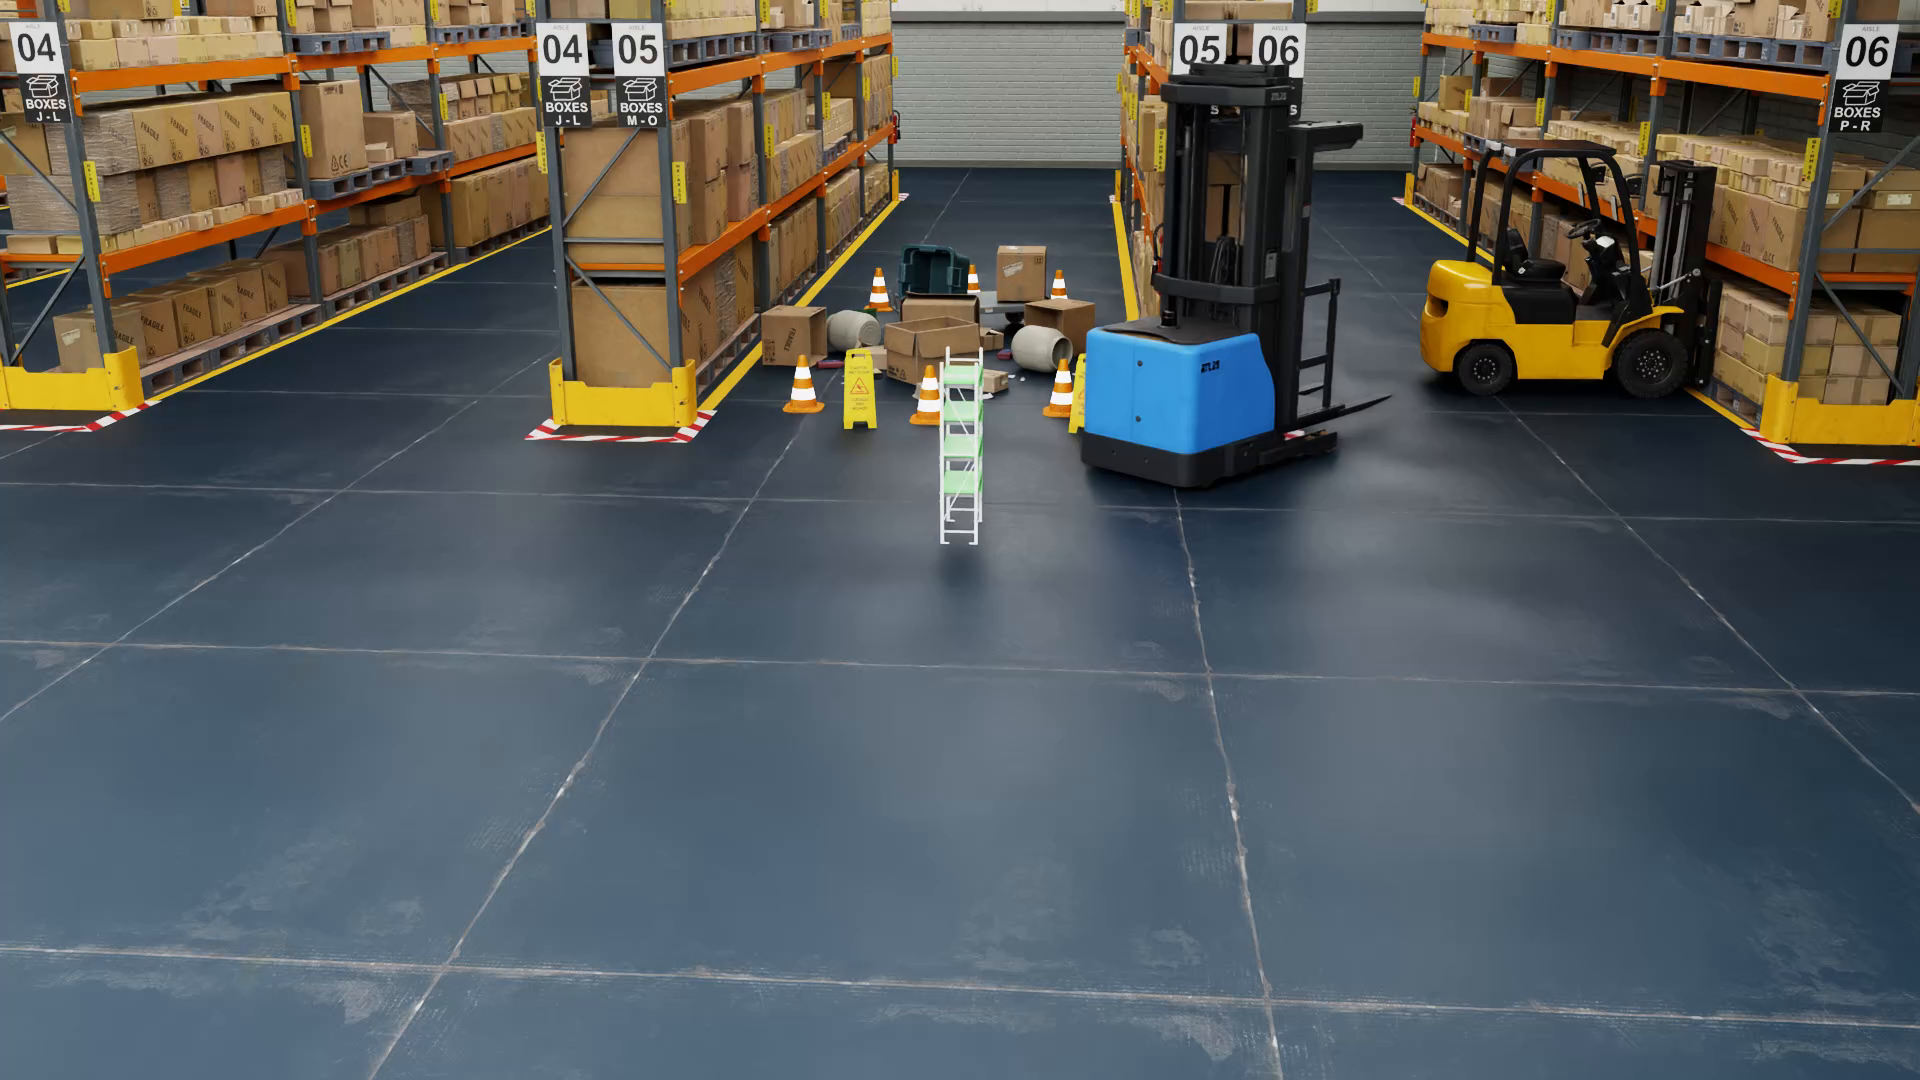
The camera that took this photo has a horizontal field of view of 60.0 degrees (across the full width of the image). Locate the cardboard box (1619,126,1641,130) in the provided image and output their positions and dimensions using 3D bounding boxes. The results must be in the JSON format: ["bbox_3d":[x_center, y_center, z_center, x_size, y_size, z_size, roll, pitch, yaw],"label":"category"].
[{"bbox_3d":[7.906,-4.739,19.366,0.380,0.149,0.250,1,18,3],"label":"cardboard box"}]

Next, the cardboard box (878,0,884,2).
[{"bbox_3d":[-1.434,-8.836,27.051,0.380,0.149,0.250,2,18,5],"label":"cardboard box"}]

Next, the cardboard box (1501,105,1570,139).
[{"bbox_3d":[7.595,-5.489,22.017,0.797,0.503,0.637,1,18,3],"label":"cardboard box"}]

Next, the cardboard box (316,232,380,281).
[{"bbox_3d":[-7.302,-3.351,19.640,0.700,0.500,0.500,0,18,-1],"label":"cardboard box"}]

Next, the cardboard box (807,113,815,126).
[{"bbox_3d":[-2.006,-5.422,21.425,0.380,0.149,0.250,1,18,4],"label":"cardboard box"}]

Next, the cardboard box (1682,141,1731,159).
[{"bbox_3d":[6.998,-3.651,15.570,0.380,0.149,0.250,2,18,5],"label":"cardboard box"}]

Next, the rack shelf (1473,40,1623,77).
[{"bbox_3d":[7.806,-6.434,22.080,1.077,0.370,4.000,1,18,4],"label":"rack shelf"}]

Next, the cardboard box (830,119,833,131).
[{"bbox_3d":[-1.928,-5.608,22.473,0.380,0.149,0.250,1,18,4],"label":"cardboard box"}]

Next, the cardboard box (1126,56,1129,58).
[{"bbox_3d":[2.902,-7.807,27.124,0.380,0.149,0.250,1,18,2],"label":"cardboard box"}]

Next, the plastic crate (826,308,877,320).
[{"bbox_3d":[-1.226,-2.284,17.499,0.450,0.188,0.662,0,15,35],"label":"plastic crate"}]

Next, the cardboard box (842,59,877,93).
[{"bbox_3d":[-1.582,-7.276,26.068,0.500,0.500,0.500,2,18,5],"label":"cardboard box"}]

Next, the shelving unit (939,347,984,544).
[{"bbox_3d":[0.012,-0.622,10.893,0.258,1.200,0.503,1,18,4],"label":"shelving unit"}]

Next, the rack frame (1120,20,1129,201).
[{"bbox_3d":[3.285,-7.324,28.457,1.000,3.000,0.127,1,18,4],"label":"rack frame"}]

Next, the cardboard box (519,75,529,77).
[{"bbox_3d":[-7.080,-7.033,26.129,0.500,0.500,0.500,1,18,4],"label":"cardboard box"}]

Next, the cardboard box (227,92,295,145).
[{"bbox_3d":[-7.218,-4.336,17.095,0.500,0.500,0.500,1,18,4],"label":"cardboard box"}]

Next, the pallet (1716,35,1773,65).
[{"bbox_3d":[7.250,-4.227,14.331,1.003,0.211,1.213,1,18,4],"label":"pallet"}]

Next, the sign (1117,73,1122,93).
[{"bbox_3d":[2.732,-7.787,28.353,0.100,0.325,0.005,1,18,4],"label":"sign"}]

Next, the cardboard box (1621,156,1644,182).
[{"bbox_3d":[7.156,-3.812,17.176,0.500,0.250,0.500,1,18,3],"label":"cardboard box"}]

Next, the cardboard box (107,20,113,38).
[{"bbox_3d":[-7.486,-4.359,14.193,0.380,0.149,0.250,1,18,3],"label":"cardboard box"}]

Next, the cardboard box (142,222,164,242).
[{"bbox_3d":[-7.421,-2.772,14.969,0.380,0.149,0.250,1,18,4],"label":"cardboard box"}]

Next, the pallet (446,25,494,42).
[{"bbox_3d":[-7.103,-6.944,22.785,1.003,0.211,1.213,2,18,6],"label":"pallet"}]

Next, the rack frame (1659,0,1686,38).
[{"bbox_3d":[7.376,-6.338,15.814,1.000,3.000,0.127,1,18,4],"label":"rack frame"}]

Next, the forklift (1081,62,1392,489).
[{"bbox_3d":[2.309,-2.135,12.731,3.031,2.935,1.130,-17,25,-42],"label":"forklift"}]

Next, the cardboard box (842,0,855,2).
[{"bbox_3d":[-1.684,-8.027,24.582,0.380,0.149,0.250,1,18,3],"label":"cardboard box"}]

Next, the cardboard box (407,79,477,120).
[{"bbox_3d":[-7.055,-6.014,22.687,0.797,0.503,0.637,2,18,5],"label":"cardboard box"}]

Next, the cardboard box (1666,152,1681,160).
[{"bbox_3d":[7.074,-3.669,16.101,0.380,0.149,0.250,2,18,5],"label":"cardboard box"}]

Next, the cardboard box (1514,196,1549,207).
[{"bbox_3d":[7.561,-4.456,22.002,0.380,0.149,0.250,2,18,6],"label":"cardboard box"}]

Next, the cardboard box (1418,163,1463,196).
[{"bbox_3d":[8.098,-6.039,27.872,0.797,0.503,0.637,1,18,2],"label":"cardboard box"}]

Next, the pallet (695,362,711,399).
[{"bbox_3d":[-2.827,-1.358,14.730,1.003,0.211,1.213,1,18,4],"label":"pallet"}]

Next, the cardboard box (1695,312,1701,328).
[{"bbox_3d":[6.914,-2.005,15.163,0.500,0.250,0.500,1,18,4],"label":"cardboard box"}]

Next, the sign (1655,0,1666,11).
[{"bbox_3d":[6.834,-5.317,16.179,0.100,0.325,0.005,1,18,4],"label":"sign"}]

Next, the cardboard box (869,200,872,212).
[{"bbox_3d":[-1.581,-5.194,25.861,0.380,0.149,0.250,2,18,6],"label":"cardboard box"}]

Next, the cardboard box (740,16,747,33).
[{"bbox_3d":[-2.262,-4.950,15.964,0.380,0.149,0.250,2,18,5],"label":"cardboard box"}]

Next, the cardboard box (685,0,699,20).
[{"bbox_3d":[-2.481,-4.478,13.883,0.500,0.250,0.500,1,18,3],"label":"cardboard box"}]

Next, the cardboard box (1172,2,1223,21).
[{"bbox_3d":[1.868,-4.151,13.080,0.380,0.149,0.250,1,18,4],"label":"cardboard box"}]

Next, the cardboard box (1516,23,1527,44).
[{"bbox_3d":[7.528,-6.560,21.549,0.500,0.250,0.500,1,18,4],"label":"cardboard box"}]

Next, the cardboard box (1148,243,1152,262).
[{"bbox_3d":[2.009,-2.780,16.085,0.380,0.149,0.250,2,18,6],"label":"cardboard box"}]

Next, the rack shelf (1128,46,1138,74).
[{"bbox_3d":[2.855,-6.544,22.414,1.077,0.370,4.000,1,18,4],"label":"rack shelf"}]

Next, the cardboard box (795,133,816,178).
[{"bbox_3d":[-2.035,-4.665,20.182,0.500,0.500,0.500,1,18,4],"label":"cardboard box"}]

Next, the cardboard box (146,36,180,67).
[{"bbox_3d":[-7.384,-4.388,14.920,0.500,0.250,0.500,1,18,4],"label":"cardboard box"}]

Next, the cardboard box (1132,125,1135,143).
[{"bbox_3d":[2.526,-5.321,21.782,0.500,0.250,0.500,1,18,2],"label":"cardboard box"}]

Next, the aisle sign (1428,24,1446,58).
[{"bbox_3d":[7.948,-8.477,27.802,0.394,0.787,0.004,1,18,4],"label":"aisle sign"}]

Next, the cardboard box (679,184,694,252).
[{"bbox_3d":[-2.808,-2.792,14.387,0.875,0.550,0.550,1,18,4],"label":"cardboard box"}]

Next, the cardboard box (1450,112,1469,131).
[{"bbox_3d":[7.764,-6.361,25.283,0.500,0.250,0.500,1,18,4],"label":"cardboard box"}]

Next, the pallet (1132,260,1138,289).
[{"bbox_3d":[2.654,-3.271,20.567,1.003,0.211,1.213,1,18,4],"label":"pallet"}]

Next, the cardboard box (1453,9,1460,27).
[{"bbox_3d":[7.809,-7.943,25.293,0.500,0.250,0.500,2,18,5],"label":"cardboard box"}]

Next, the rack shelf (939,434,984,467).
[{"bbox_3d":[0.012,-0.561,10.913,0.258,0.148,0.480,1,18,4],"label":"rack shelf"}]

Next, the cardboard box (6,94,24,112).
[{"bbox_3d":[-16.316,-7.353,28.387,0.500,0.500,0.500,1,18,4],"label":"cardboard box"}]

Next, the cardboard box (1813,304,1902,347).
[{"bbox_3d":[7.312,-1.758,13.606,0.500,0.250,0.500,1,18,3],"label":"cardboard box"}]

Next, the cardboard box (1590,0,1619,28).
[{"bbox_3d":[7.295,-5.914,18.341,0.500,0.500,0.500,2,18,5],"label":"cardboard box"}]

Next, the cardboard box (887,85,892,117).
[{"bbox_3d":[-1.435,-7.446,28.193,0.500,0.500,0.500,2,18,5],"label":"cardboard box"}]

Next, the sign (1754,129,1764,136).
[{"bbox_3d":[7.930,-3.924,16.564,0.100,0.325,0.005,1,18,4],"label":"sign"}]

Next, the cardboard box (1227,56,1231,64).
[{"bbox_3d":[2.477,-4.081,14.147,0.380,0.149,0.250,1,18,2],"label":"cardboard box"}]

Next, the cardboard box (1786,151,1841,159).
[{"bbox_3d":[7.466,-3.321,14.561,0.380,0.149,0.250,1,18,4],"label":"cardboard box"}]

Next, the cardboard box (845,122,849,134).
[{"bbox_3d":[-1.815,-5.955,24.008,0.380,0.149,0.250,1,18,4],"label":"cardboard box"}]
